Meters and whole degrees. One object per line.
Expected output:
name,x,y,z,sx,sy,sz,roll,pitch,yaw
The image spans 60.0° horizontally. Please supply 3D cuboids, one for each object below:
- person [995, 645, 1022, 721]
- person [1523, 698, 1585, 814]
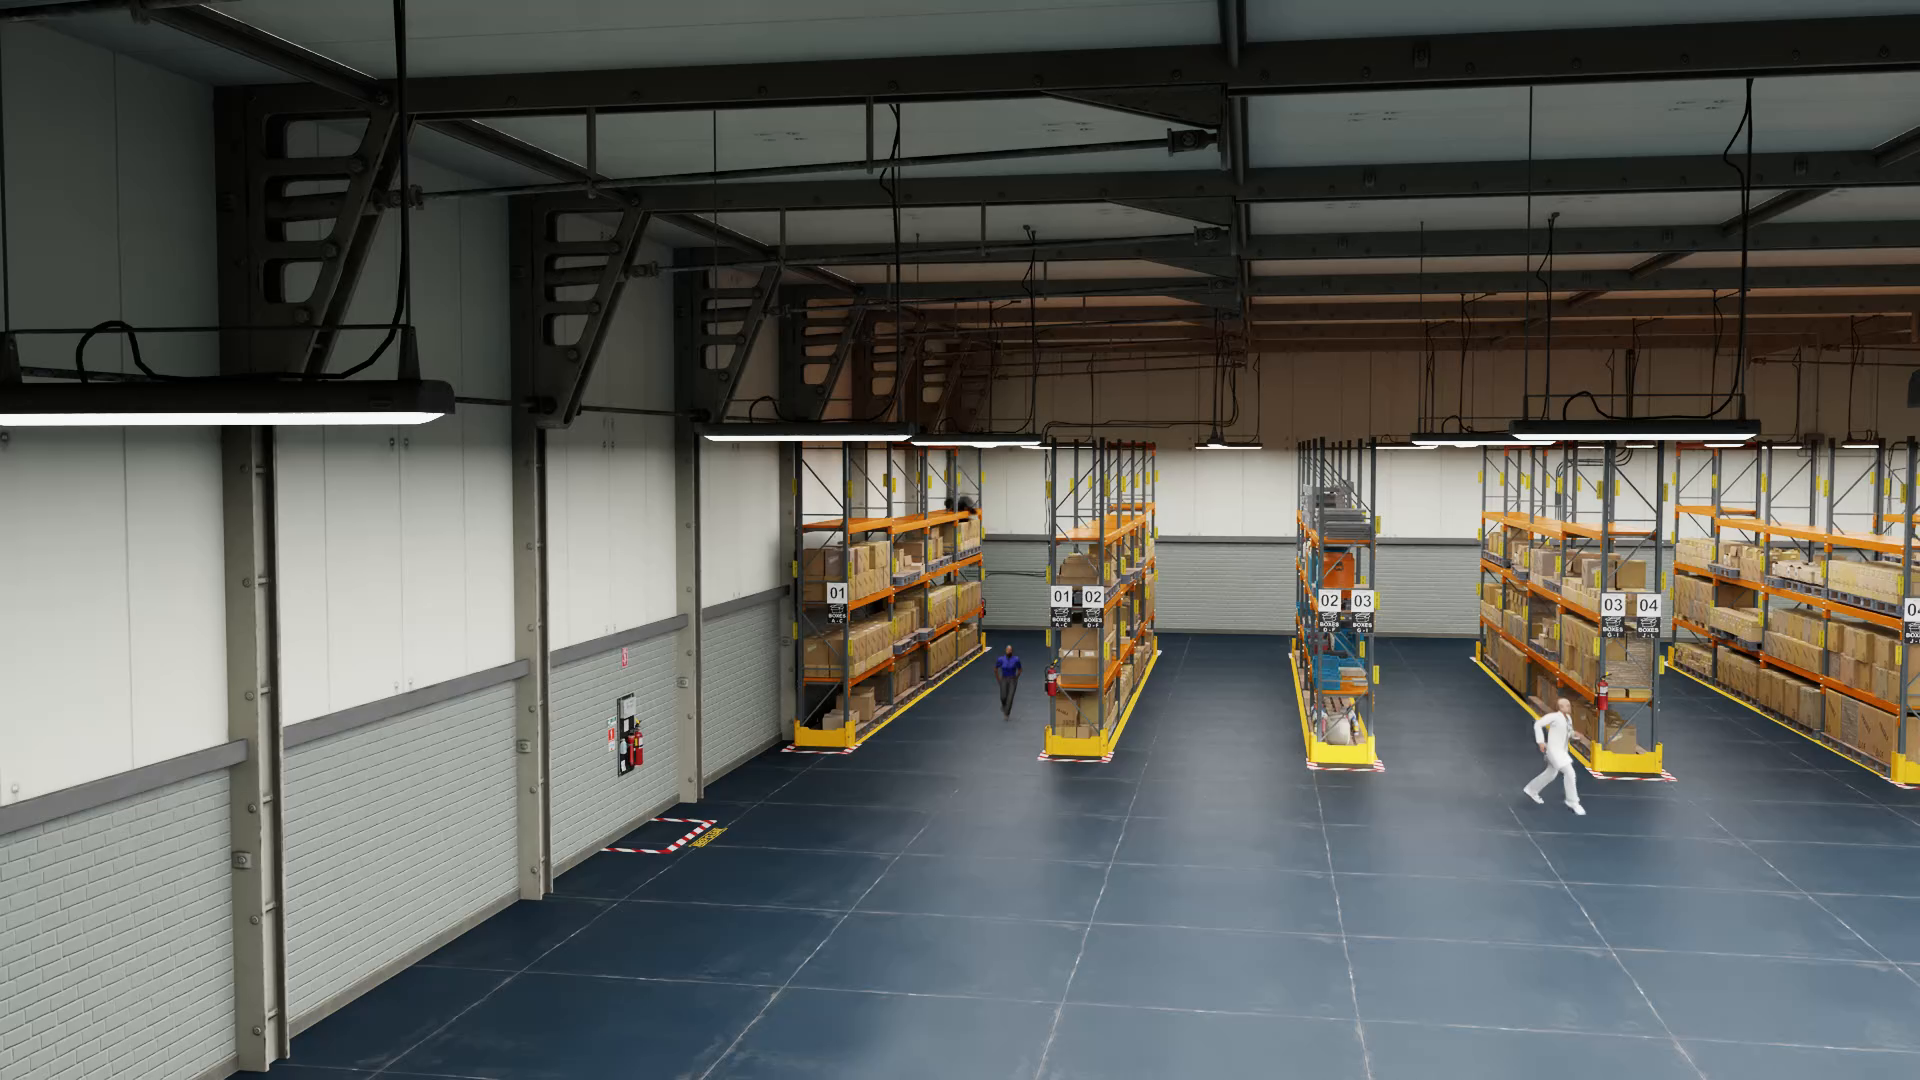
person,1.039,3.047,35.532,0.588,1.613,0.547,0,3,0
person,9.514,3.530,26.606,1.024,1.628,0.738,3,4,43
